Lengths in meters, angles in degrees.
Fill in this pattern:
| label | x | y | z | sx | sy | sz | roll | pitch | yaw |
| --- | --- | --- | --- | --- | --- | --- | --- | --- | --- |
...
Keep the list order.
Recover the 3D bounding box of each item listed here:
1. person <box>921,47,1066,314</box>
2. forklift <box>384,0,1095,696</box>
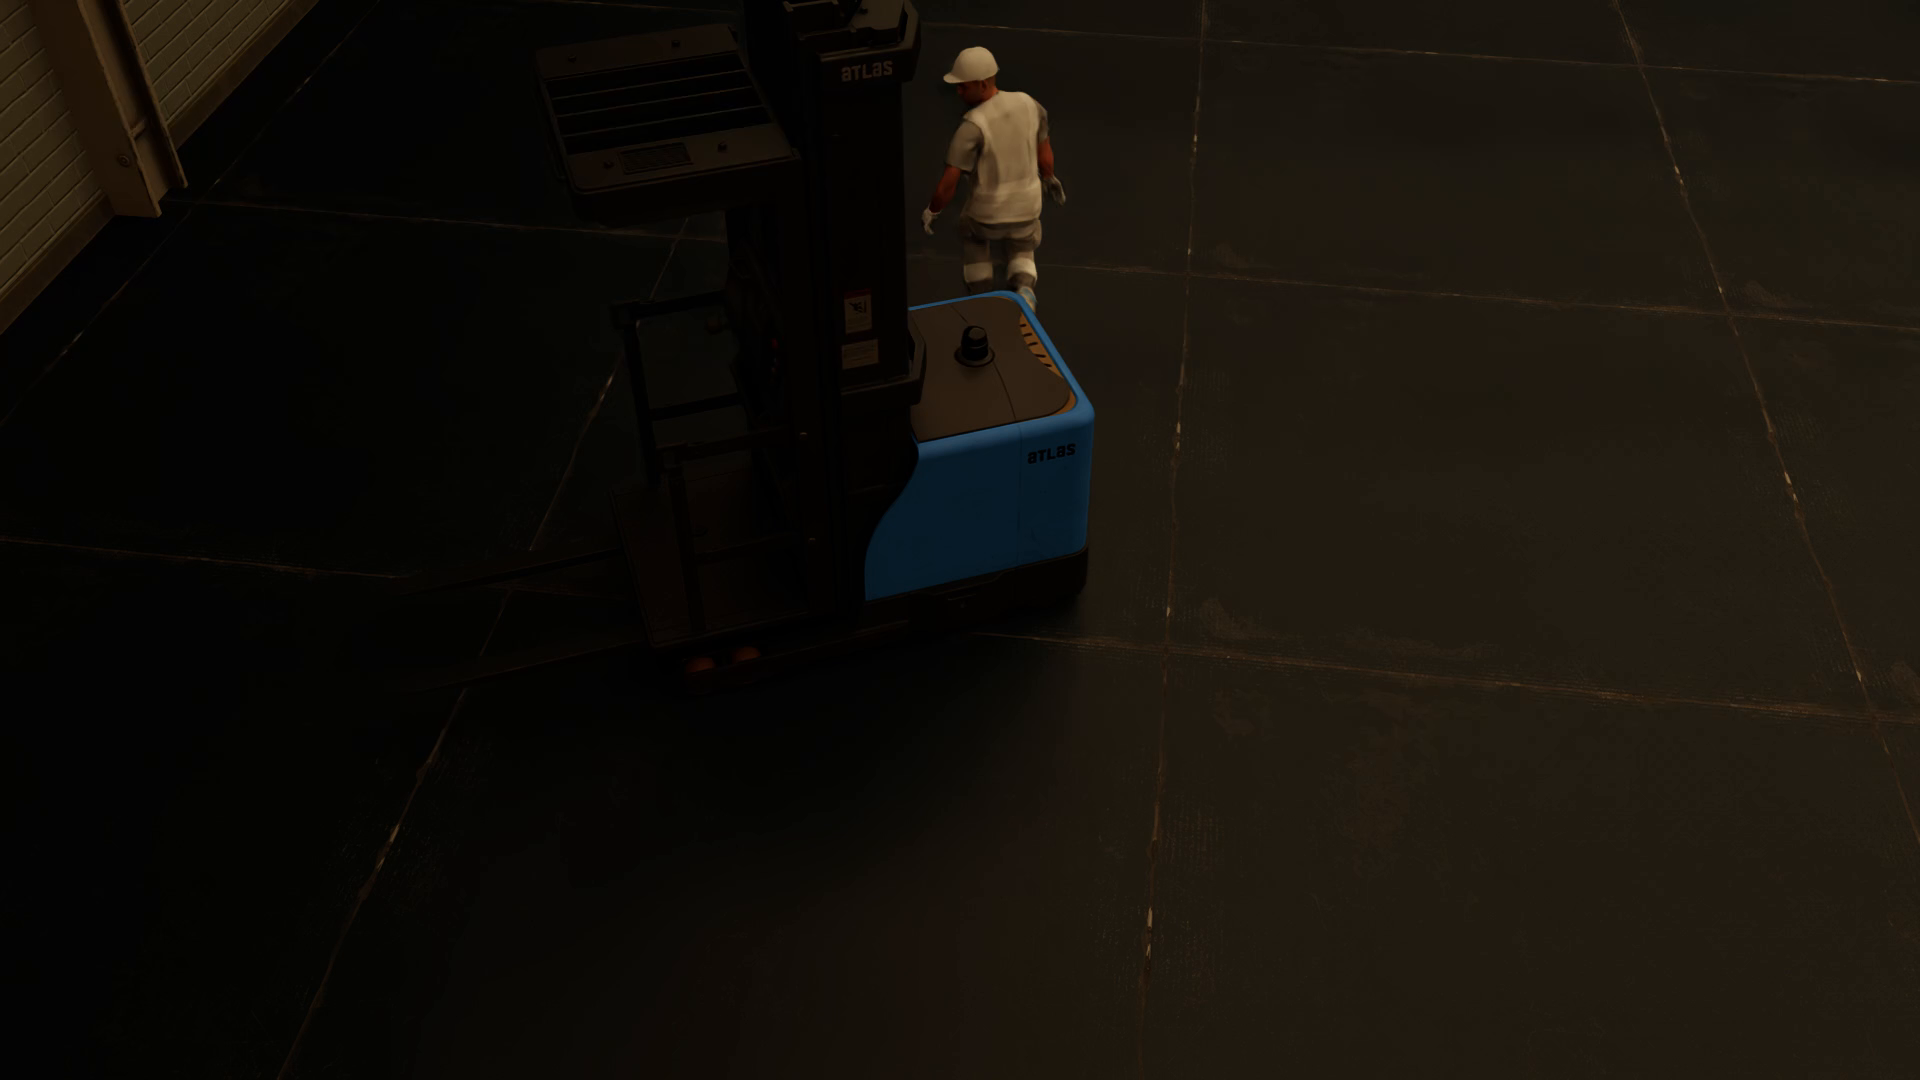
| label | x | y | z | sx | sy | sz | roll | pitch | yaw |
| --- | --- | --- | --- | --- | --- | --- | --- | --- | --- |
| person | 0.218 | -1.761 | 8.666 | 0.852 | 1.567 | 0.657 | -12 | 44 | -13 |
| forklift | -0.997 | -0.817 | 6.614 | 3.031 | 2.935 | 1.130 | -13 | 44 | -13 |
